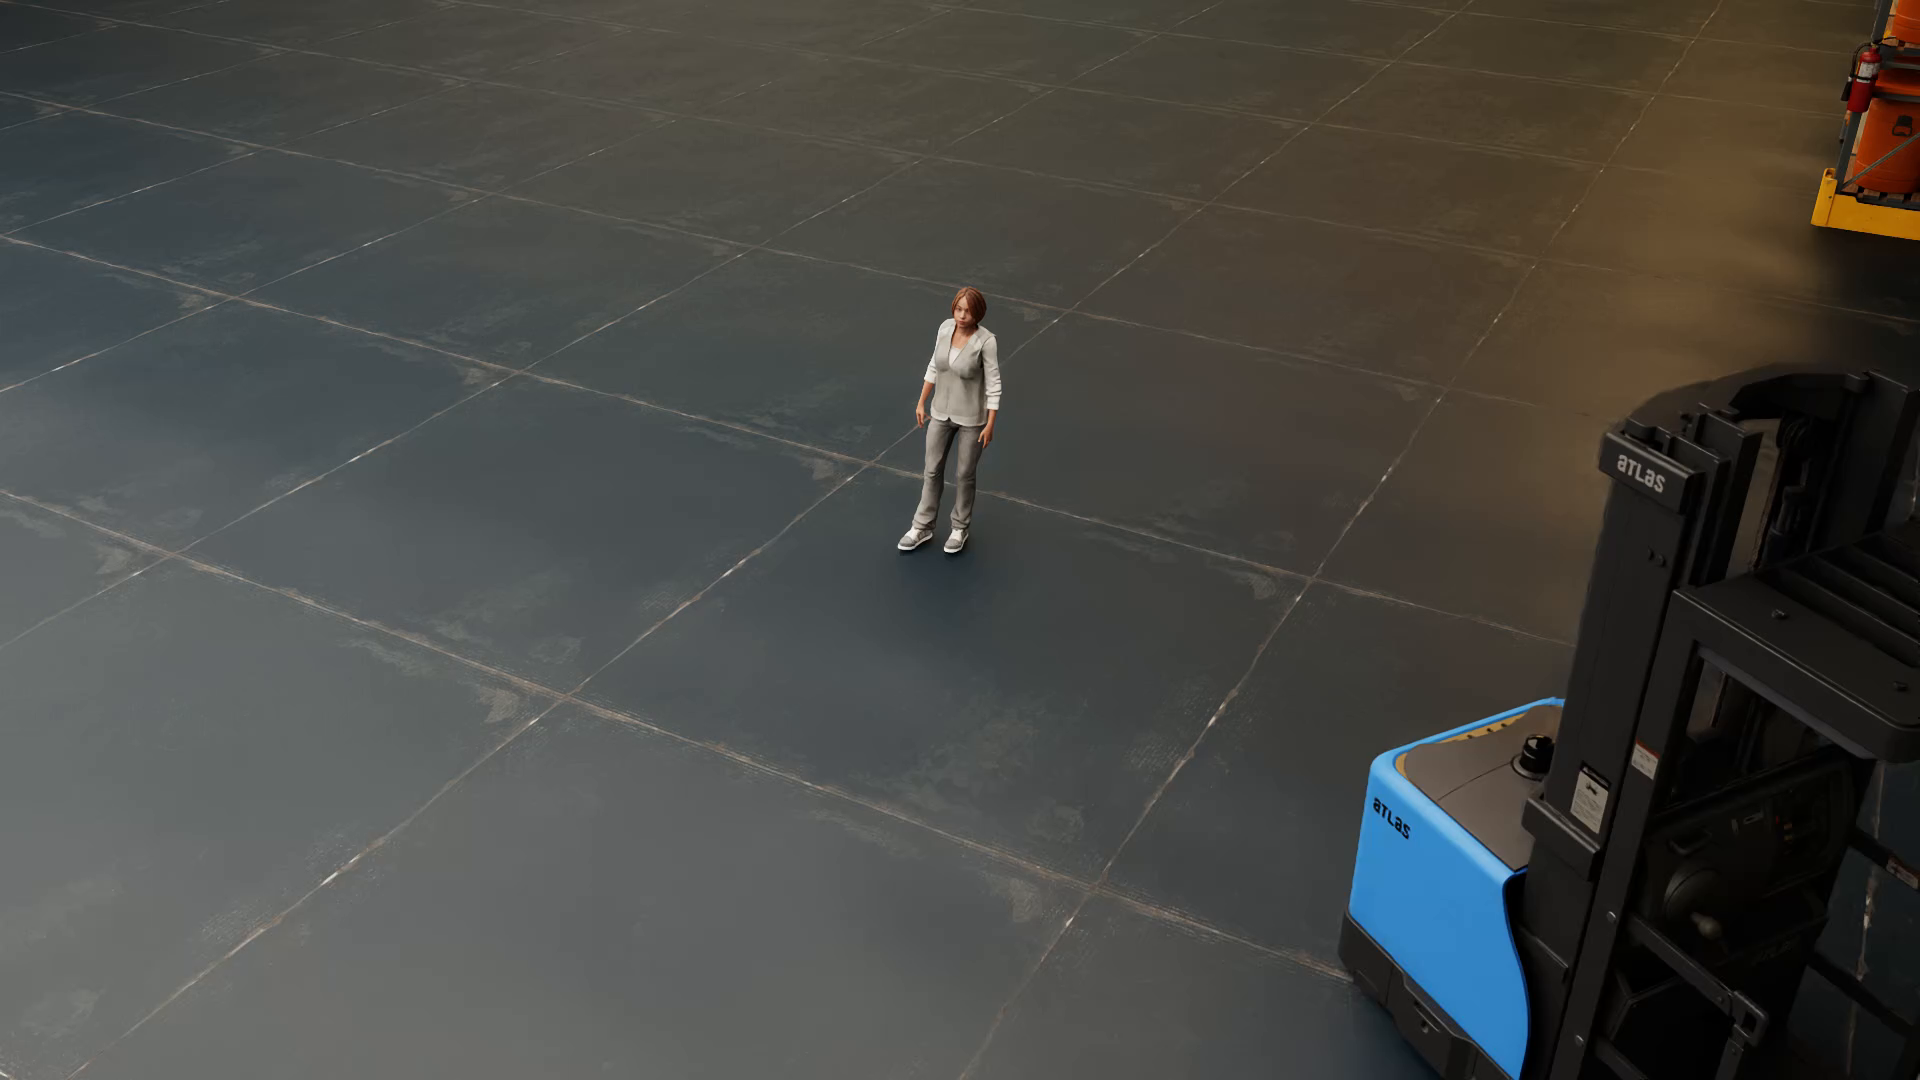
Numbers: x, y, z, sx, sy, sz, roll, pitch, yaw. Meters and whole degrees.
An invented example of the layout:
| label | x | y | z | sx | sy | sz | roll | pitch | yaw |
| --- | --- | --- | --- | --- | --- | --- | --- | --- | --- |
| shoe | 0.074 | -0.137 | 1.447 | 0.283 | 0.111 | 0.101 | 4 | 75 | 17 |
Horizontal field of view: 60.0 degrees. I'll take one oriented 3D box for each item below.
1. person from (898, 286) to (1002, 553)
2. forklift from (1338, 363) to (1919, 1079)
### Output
| label | x | y | z | sx | sy | sz | roll | pitch | yaw |
| --- | --- | --- | --- | --- | --- | --- | --- | --- | --- |
| person | -0.048 | -0.669 | 9.550 | 0.520 | 1.597 | 0.475 | 15 | 33 | 25 |
| forklift | 2.667 | 1.050 | 5.251 | 1.130 | 2.935 | 3.031 | -14 | 33 | -22 |
